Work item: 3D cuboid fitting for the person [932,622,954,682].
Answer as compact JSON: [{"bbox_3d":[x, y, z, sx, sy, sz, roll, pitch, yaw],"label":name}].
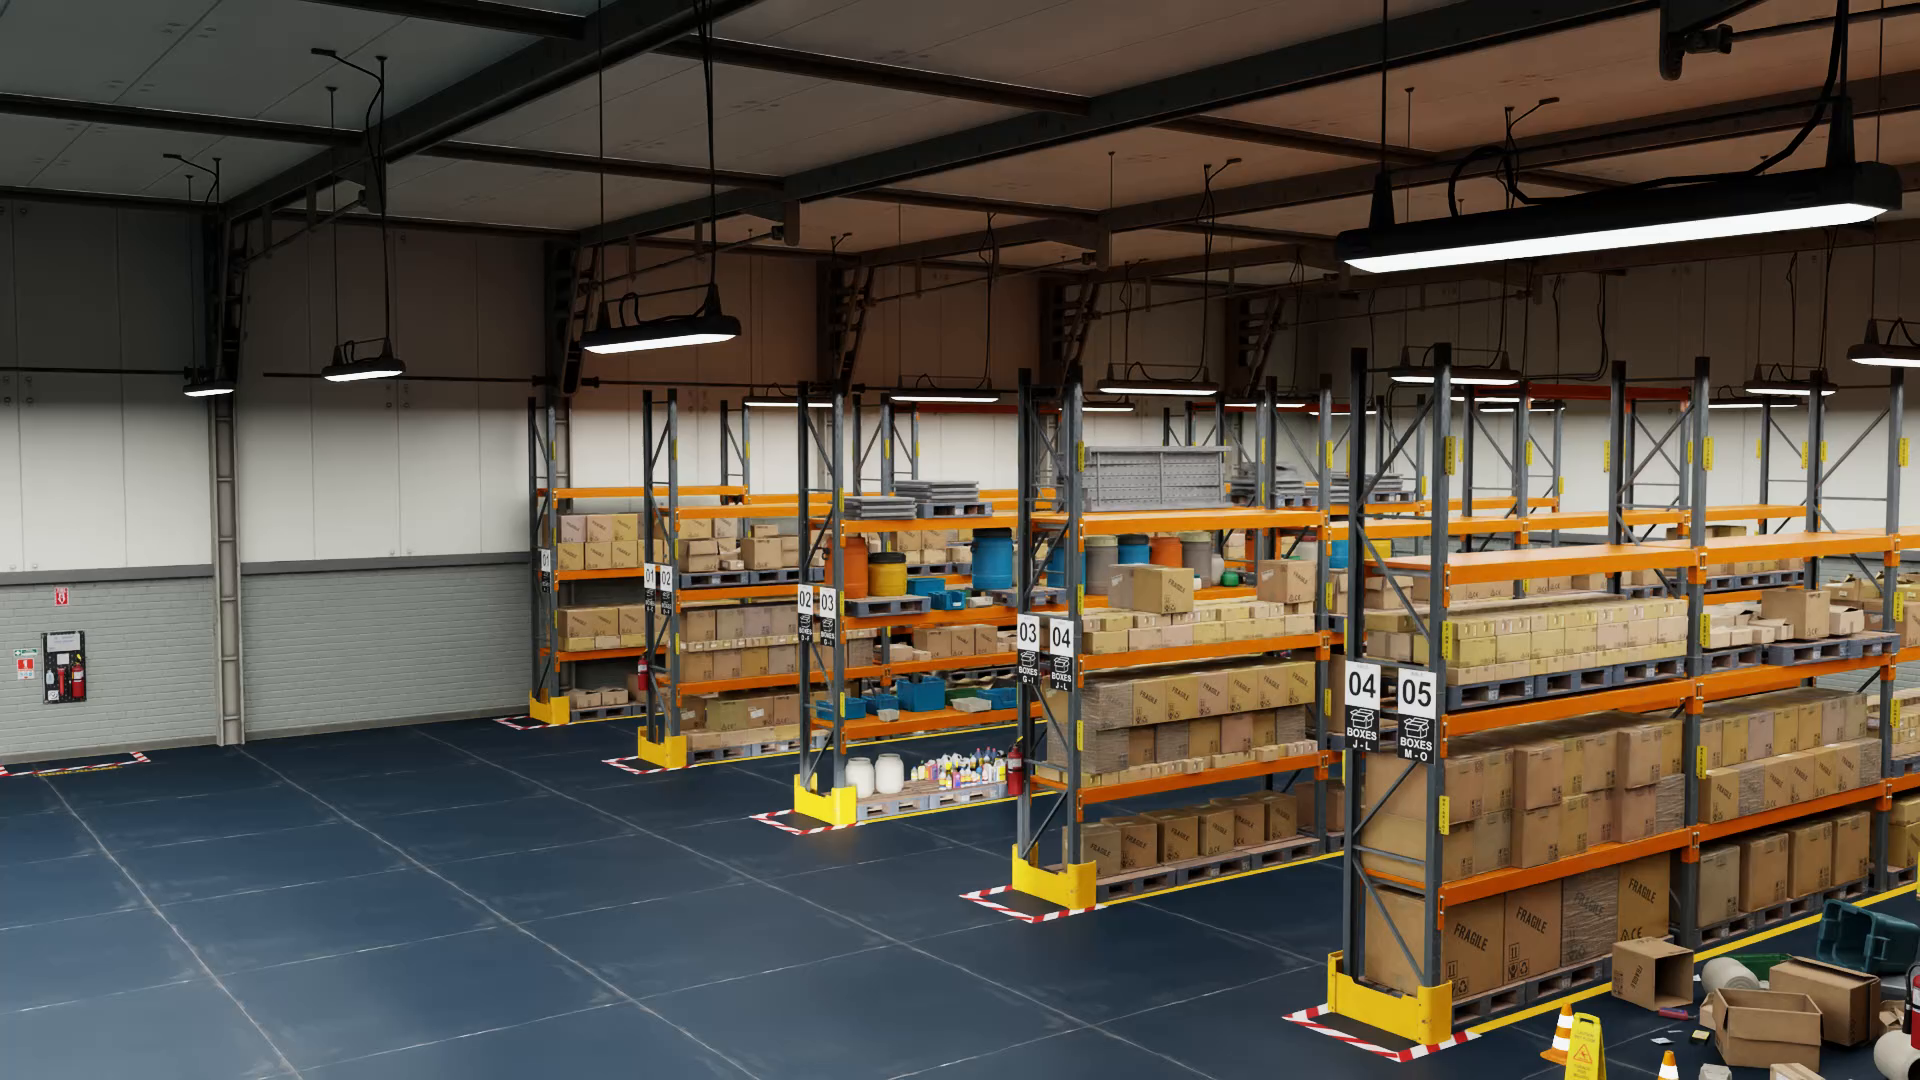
[{"bbox_3d":[-0.417,2.360,32.473,0.854,1.775,0.597,-1,3,-14],"label":"person"}]
